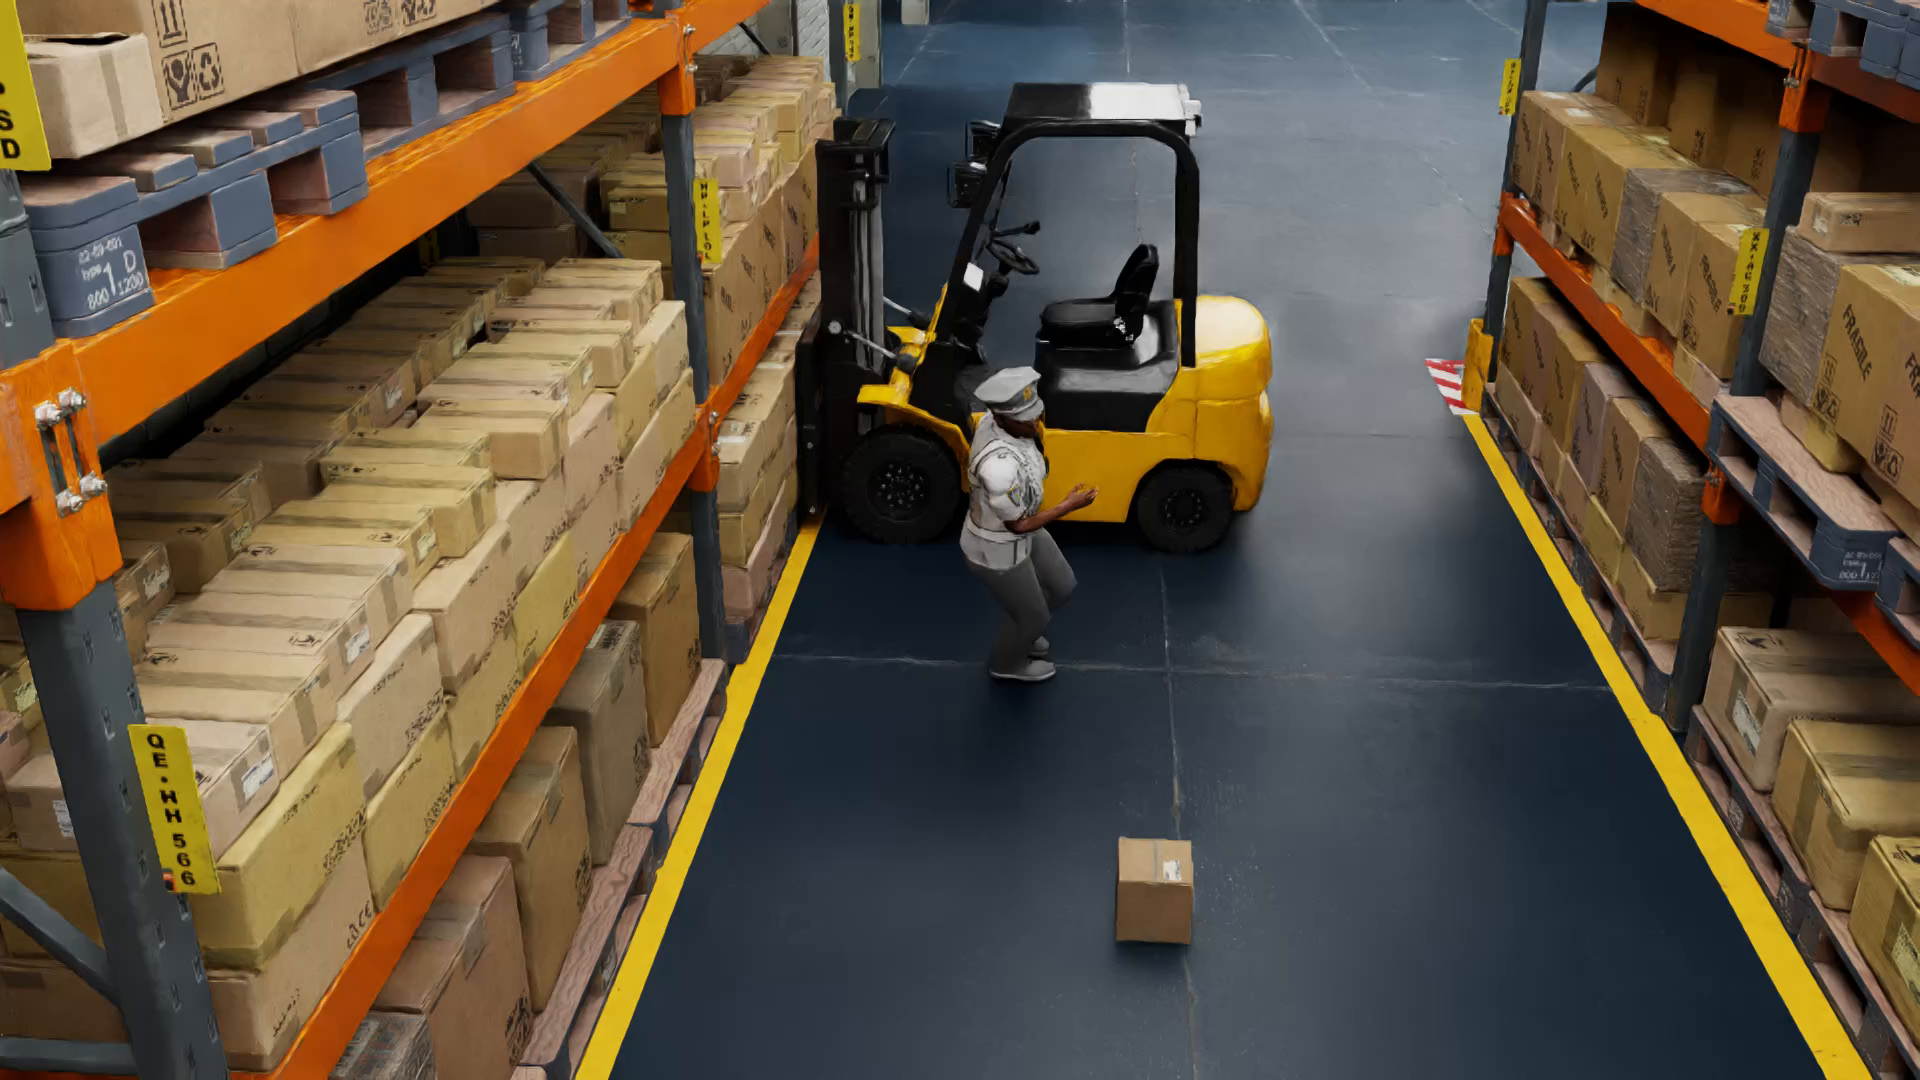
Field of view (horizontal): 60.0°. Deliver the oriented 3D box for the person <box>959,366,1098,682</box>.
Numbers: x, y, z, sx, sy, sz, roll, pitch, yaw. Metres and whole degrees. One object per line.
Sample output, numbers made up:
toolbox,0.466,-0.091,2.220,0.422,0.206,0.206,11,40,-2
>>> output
person,0.292,-0.033,6.808,0.544,1.543,0.864,4,25,8
